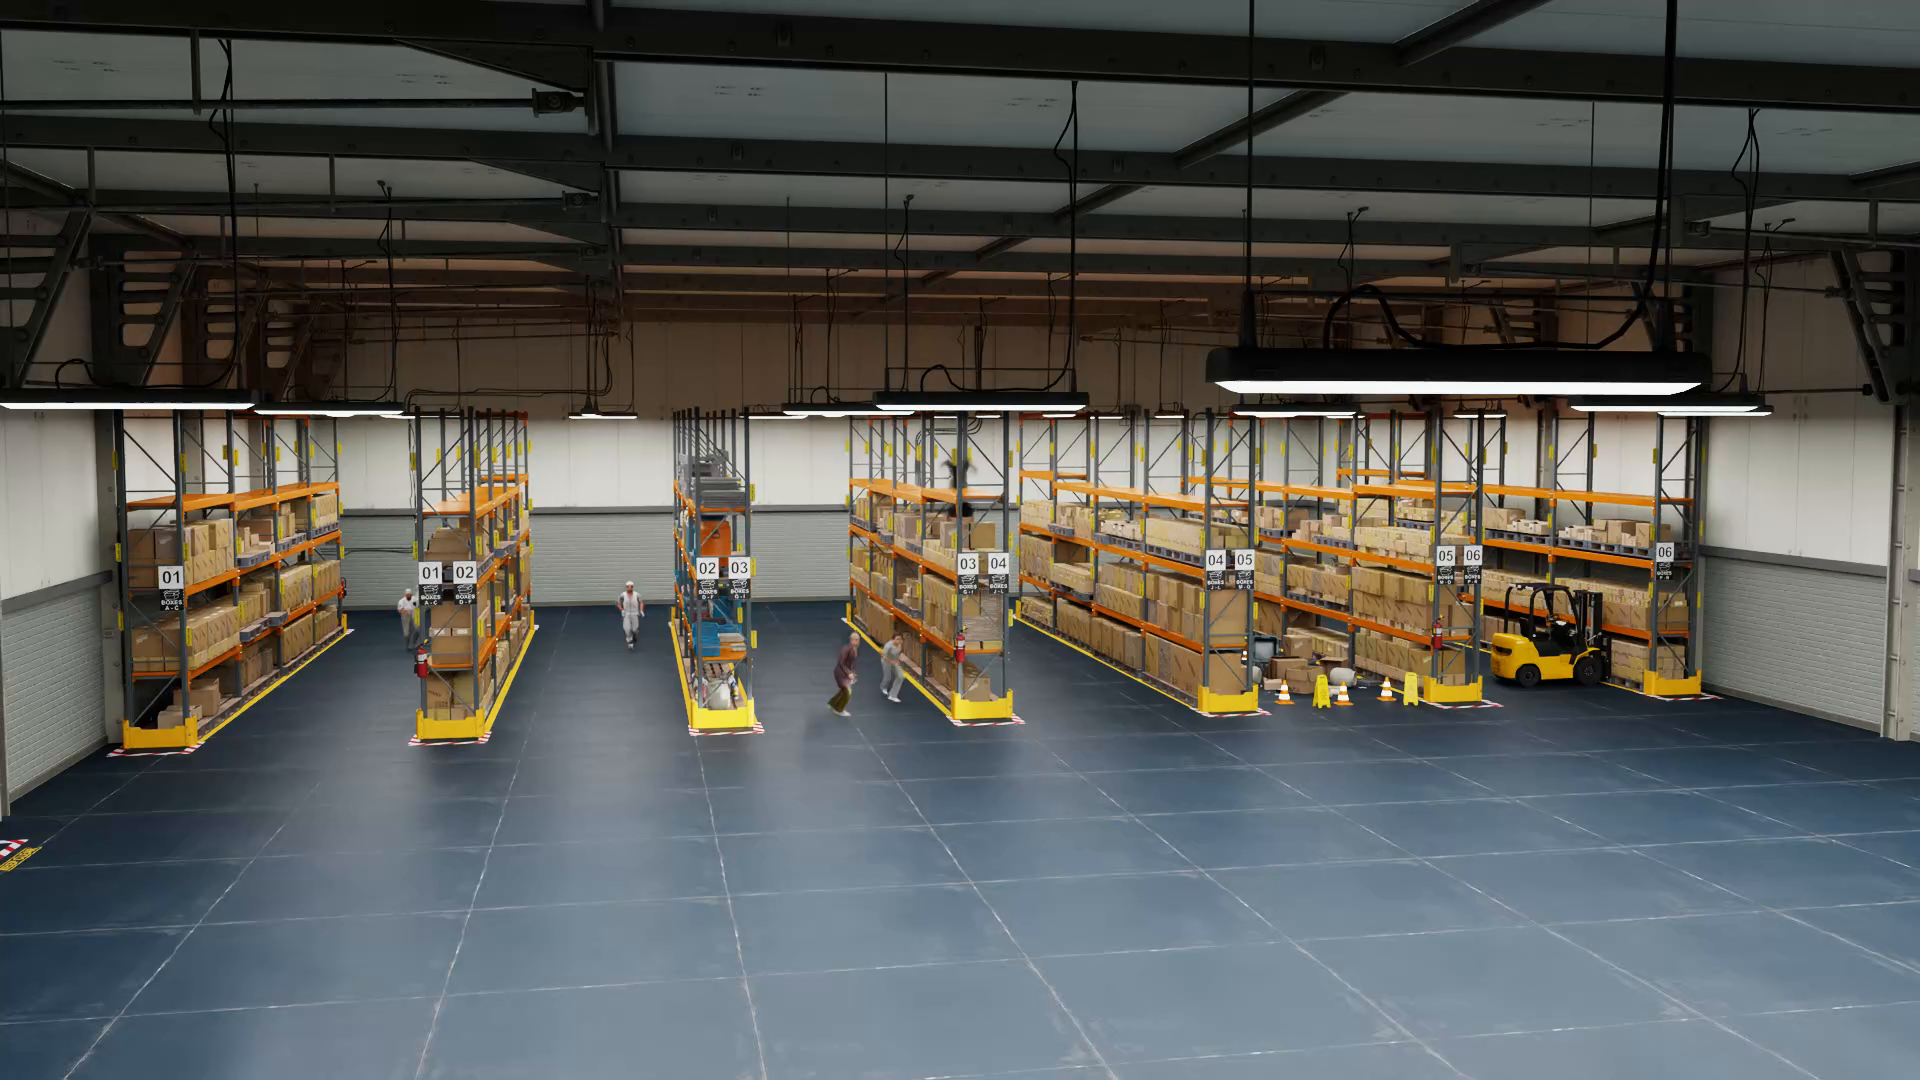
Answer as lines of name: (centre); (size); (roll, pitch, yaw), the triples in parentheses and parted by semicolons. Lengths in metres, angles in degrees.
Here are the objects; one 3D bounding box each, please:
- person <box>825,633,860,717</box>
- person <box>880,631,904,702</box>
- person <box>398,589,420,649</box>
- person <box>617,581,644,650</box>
person: (-2.286, 2.602, 32.251); (0.822, 1.666, 0.708); (1, 4, 17)
person: (-1.475, 2.570, 34.274); (0.548, 1.480, 1.083); (-2, 5, -29)
person: (-13.764, 1.986, 41.645); (0.612, 1.556, 0.822); (-2, 4, -22)
person: (-8.270, 1.892, 41.774); (0.658, 1.728, 0.641); (-1, 4, -10)
